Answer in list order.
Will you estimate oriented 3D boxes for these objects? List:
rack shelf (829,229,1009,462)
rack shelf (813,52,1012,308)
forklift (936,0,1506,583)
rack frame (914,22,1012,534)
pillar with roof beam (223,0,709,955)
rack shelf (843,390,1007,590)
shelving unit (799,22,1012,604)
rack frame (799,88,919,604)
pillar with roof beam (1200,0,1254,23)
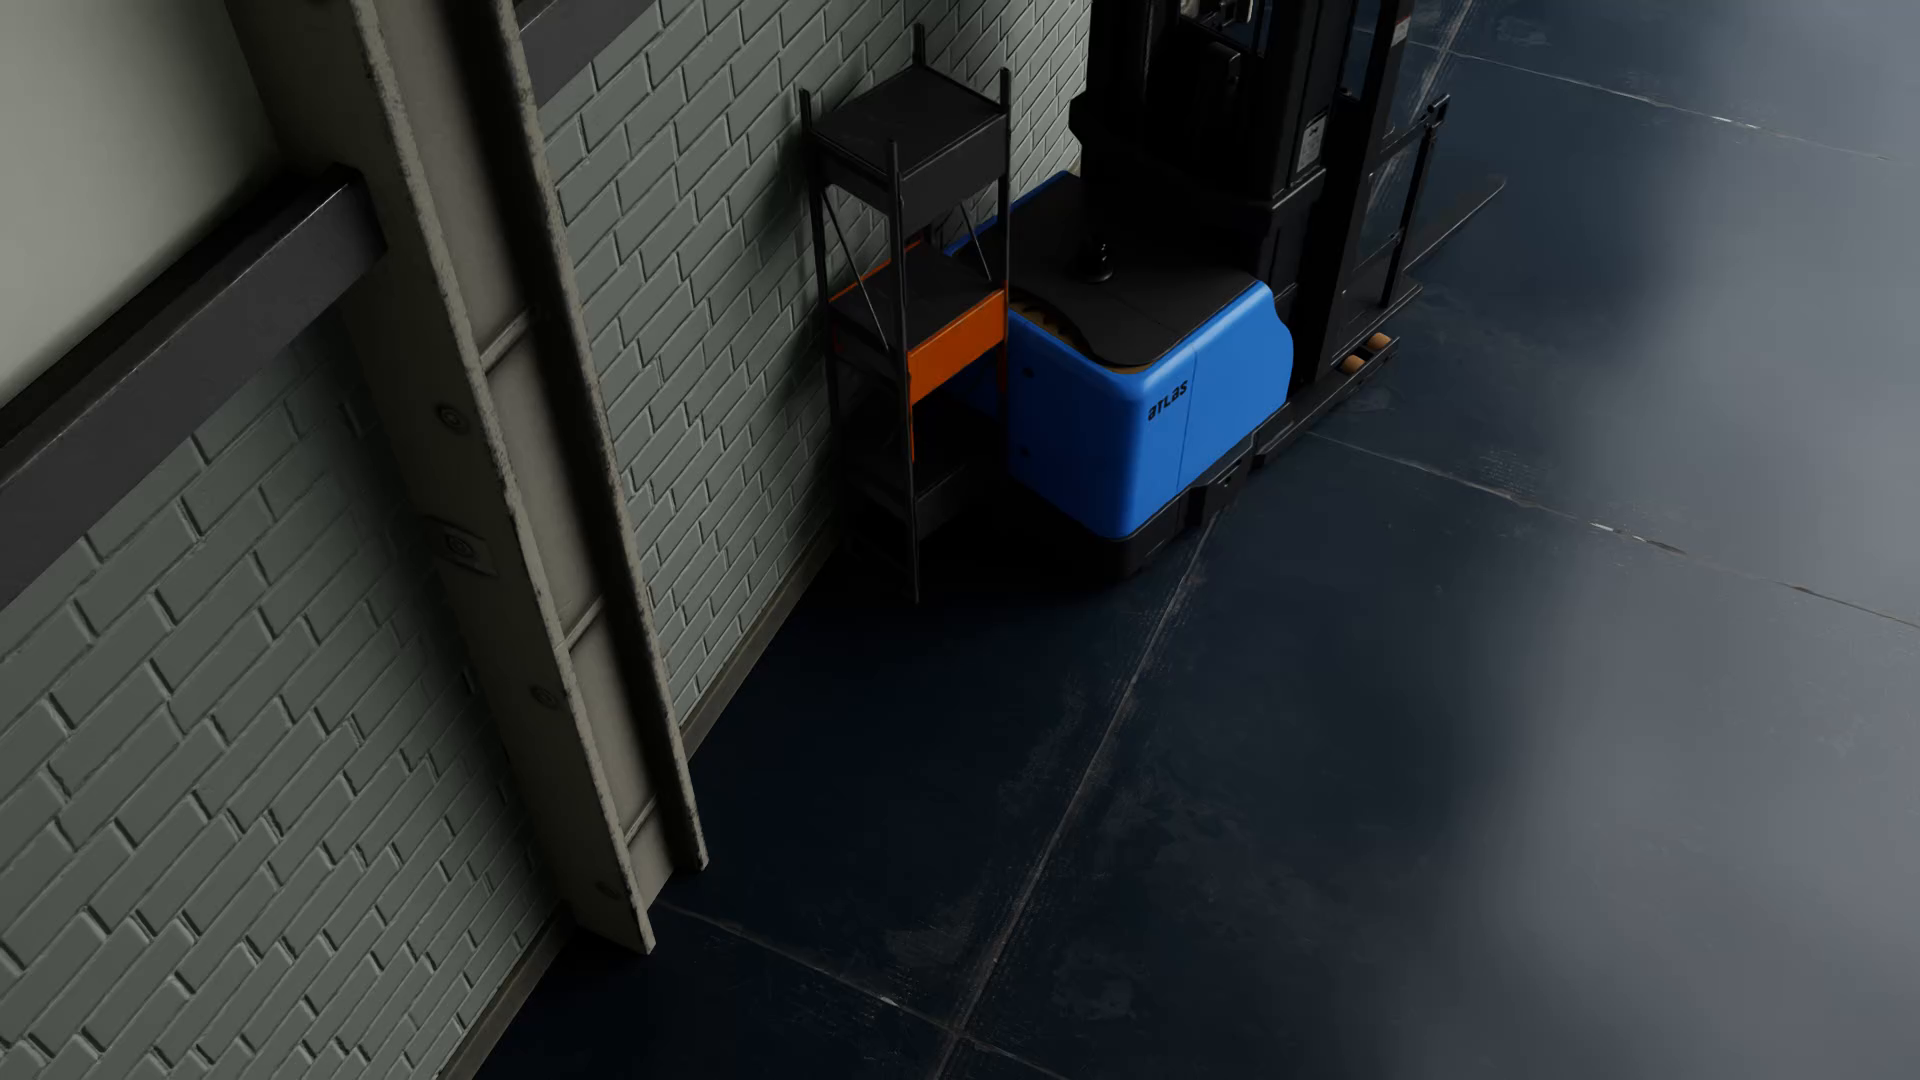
[{"bbox_3d":[-0.150,-0.677,5.775,0.431,0.518,0.480,35,58,27],"label":"rack shelf"},{"bbox_3d":[-0.158,-1.136,5.247,0.431,0.518,0.480,35,58,27],"label":"rack shelf"},{"bbox_3d":[1.240,-1.816,6.185,1.130,2.935,3.031,36,58,27],"label":"forklift"},{"bbox_3d":[0.018,-0.820,5.879,0.400,2.100,0.015,35,58,27],"label":"rack frame"},{"bbox_3d":[2.821,-0.347,0.952,9.100,9.000,0.400,20,52,16],"label":"pillar with roof beam"},{"bbox_3d":[-0.142,-0.217,6.303,0.431,0.518,0.480,35,58,27],"label":"rack shelf"},{"bbox_3d":[-0.150,-0.686,5.765,0.431,2.100,0.503,35,58,27],"label":"shelving unit"},{"bbox_3d":[-0.319,-0.551,5.650,0.400,2.100,0.015,35,58,27],"label":"rack frame"},{"bbox_3d":[5.384,-4.479,4.468,9.100,9.000,0.400,20,52,16],"label":"pillar with roof beam"}]
